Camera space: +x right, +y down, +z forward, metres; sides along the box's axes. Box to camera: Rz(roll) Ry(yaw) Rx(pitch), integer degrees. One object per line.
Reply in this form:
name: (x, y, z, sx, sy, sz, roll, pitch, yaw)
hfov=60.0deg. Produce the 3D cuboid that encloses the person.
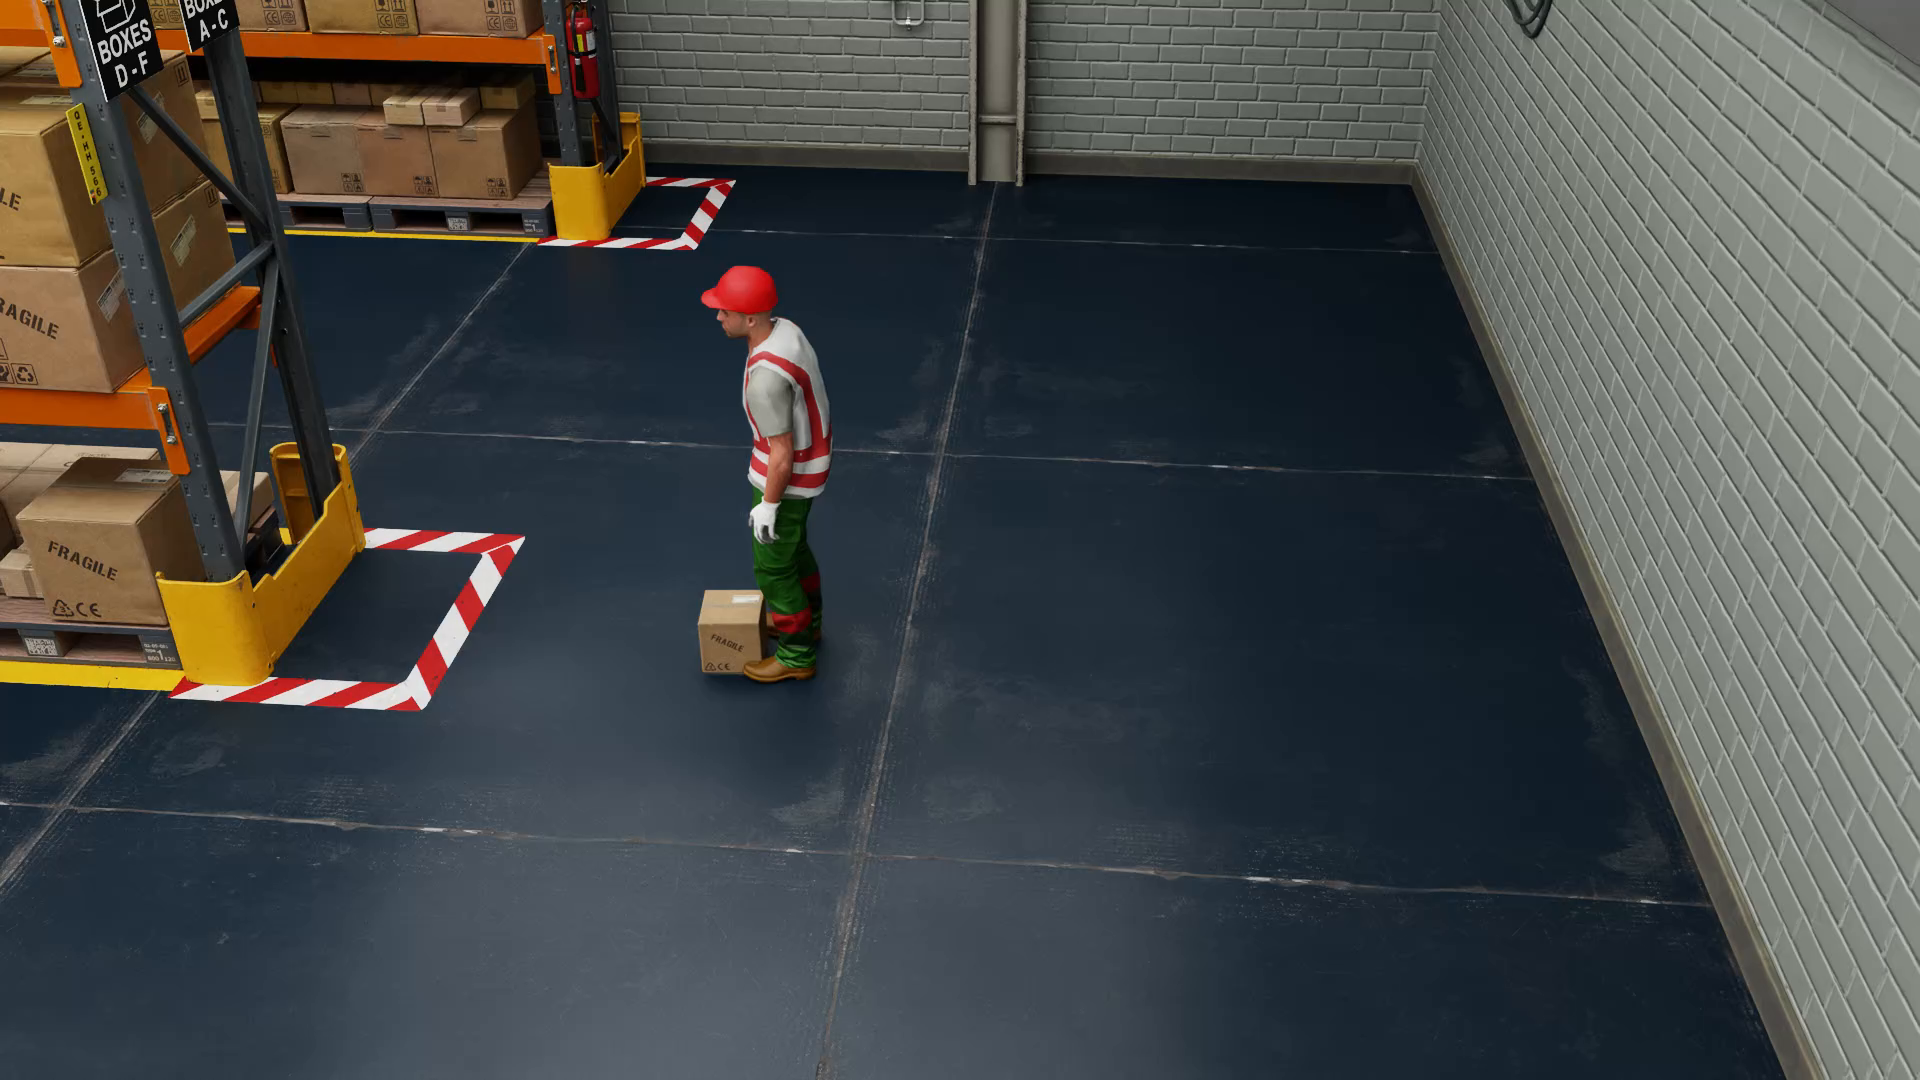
person: (-0.723, -0.248, 6.523, 0.452, 1.779, 0.618, 1, 32, 1)
